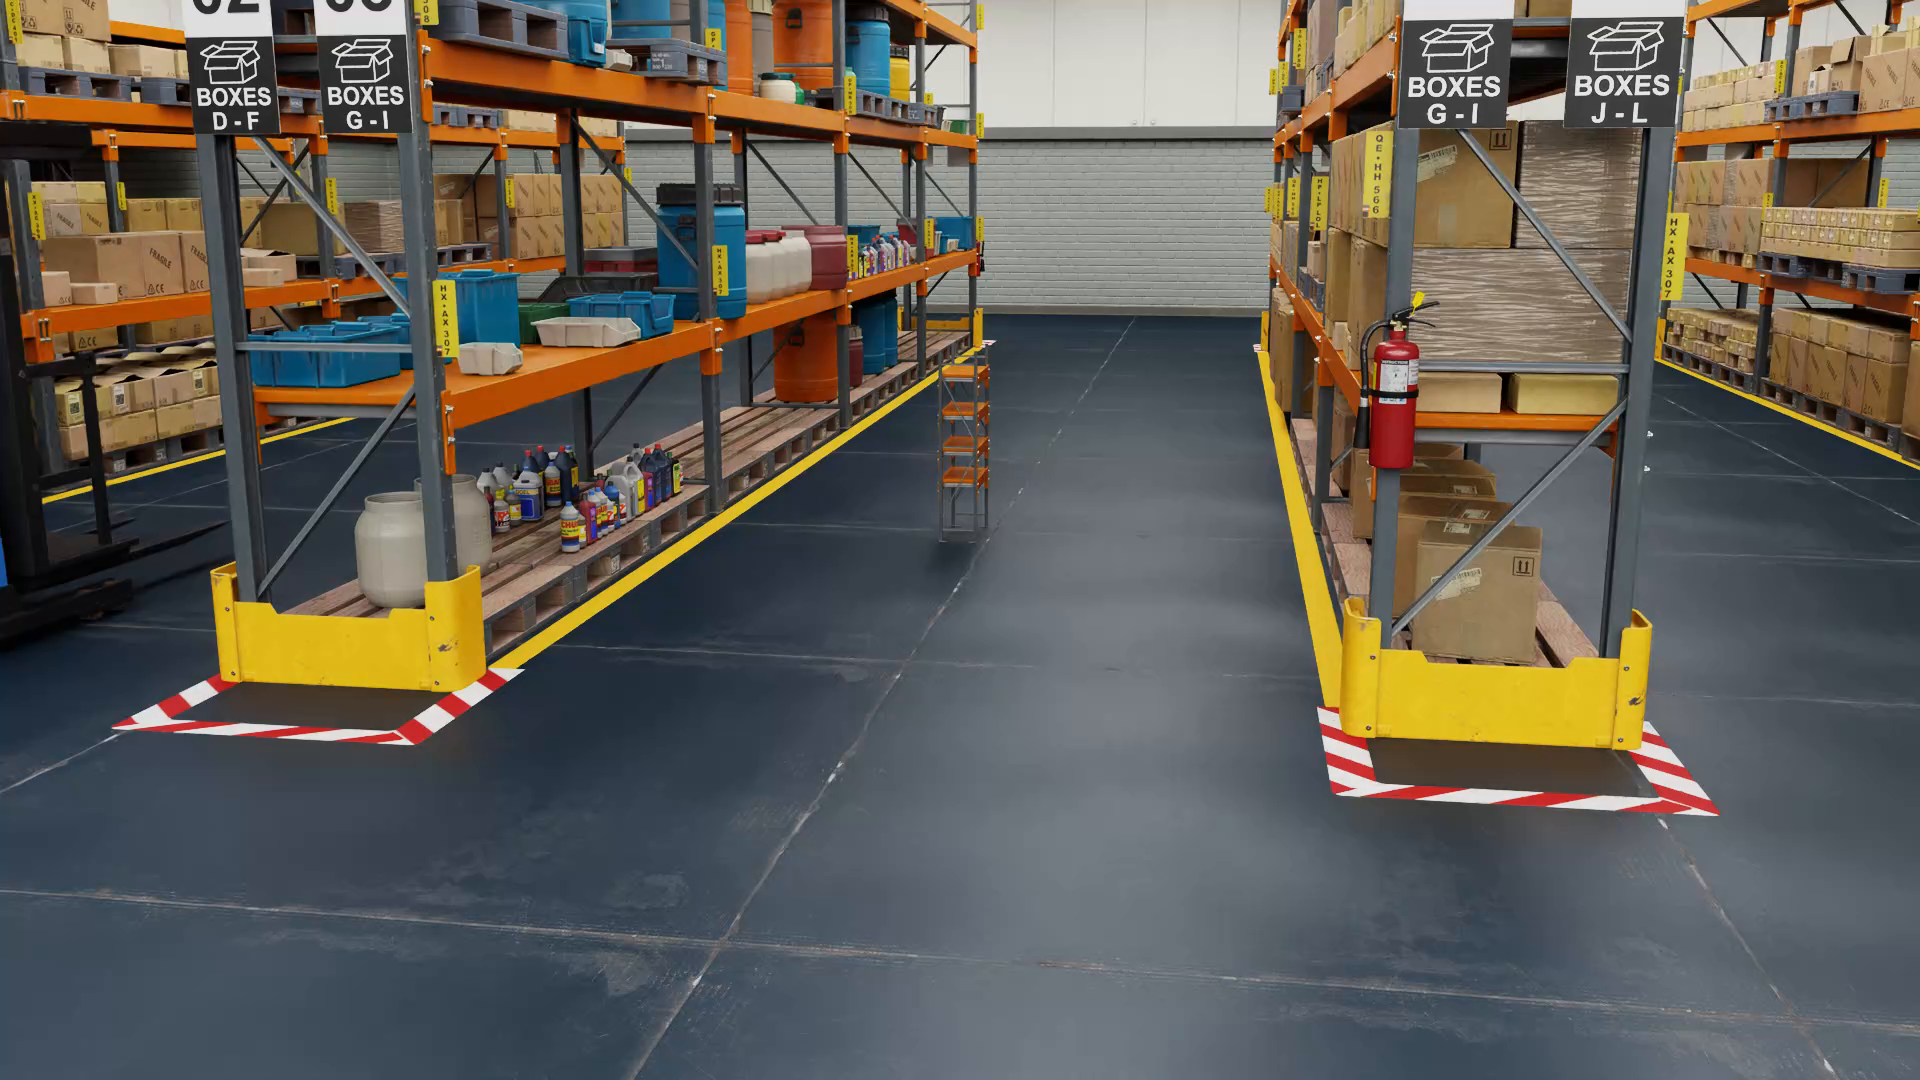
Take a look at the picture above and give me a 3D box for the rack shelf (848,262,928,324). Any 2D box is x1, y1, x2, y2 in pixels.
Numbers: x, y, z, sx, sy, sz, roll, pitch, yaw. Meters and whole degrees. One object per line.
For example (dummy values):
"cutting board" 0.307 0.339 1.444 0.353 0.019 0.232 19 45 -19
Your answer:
"rack shelf" -1.199 -2.558 16.949 1.077 0.370 4.000 2 12 9

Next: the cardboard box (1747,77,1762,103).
"cardboard box" 8.800 -4.833 17.849 0.500 0.250 0.500 1 12 6

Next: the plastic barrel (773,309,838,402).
"plastic barrel" -1.448 -1.740 15.601 0.600 0.830 0.708 2 12 9

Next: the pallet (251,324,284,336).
"pallet" -10.111 -2.947 23.668 1.003 0.211 1.213 2 12 9

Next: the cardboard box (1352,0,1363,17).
"cardboard box" 2.259 -2.812 8.709 0.380 0.149 0.250 2 12 8

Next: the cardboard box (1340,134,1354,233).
"cardboard box" 2.299 -1.889 8.823 0.500 0.500 0.500 2 12 9

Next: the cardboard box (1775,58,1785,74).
"cardboard box" 8.666 -4.890 17.166 0.380 0.149 0.250 1 12 6

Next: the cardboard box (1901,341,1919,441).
"cardboard box" 8.091 -1.132 12.972 1.050 0.750 0.750 2 12 8

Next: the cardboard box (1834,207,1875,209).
"cardboard box" 9.019 -3.267 16.720 0.380 0.149 0.250 2 12 11

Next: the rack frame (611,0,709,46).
"rack frame" -2.122 -4.593 10.446 1.000 3.000 0.127 2 12 9

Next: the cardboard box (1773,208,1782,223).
"cardboard box" 8.336 -3.231 16.555 0.380 0.149 0.250 2 12 10

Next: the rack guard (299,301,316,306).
"rack guard" -10.061 -3.262 24.445 1.175 0.500 0.348 2 12 9

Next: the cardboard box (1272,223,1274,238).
"cardboard box" 4.204 -3.870 20.982 0.500 0.250 0.500 2 12 8

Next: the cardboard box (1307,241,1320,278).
"cardboard box" 2.903 -2.123 12.584 0.500 0.250 0.500 2 12 7

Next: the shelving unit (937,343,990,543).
"shelving unit" 0.025 -0.621 10.527 0.258 1.200 0.503 2 12 9

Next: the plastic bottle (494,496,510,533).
"plastic bottle" -2.674 -0.152 9.675 0.097 0.201 0.097 0 12 0

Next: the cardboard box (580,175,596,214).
"cardboard box" -5.119 -4.542 21.840 0.500 0.500 0.500 2 12 10

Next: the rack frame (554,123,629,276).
"rack frame" -5.170 -4.320 23.417 1.000 3.000 0.127 2 12 9

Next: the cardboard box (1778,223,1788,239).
"cardboard box" 8.296 -3.037 16.357 0.380 0.149 0.250 2 12 10

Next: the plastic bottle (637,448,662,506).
"plastic bottle" -1.965 -0.397 10.460 0.144 0.351 0.185 1 12 6

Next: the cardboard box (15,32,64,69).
"cardboard box" -6.911 -3.548 12.075 0.500 0.250 0.500 3 13 15

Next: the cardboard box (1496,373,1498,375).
"cardboard box" 2.565 -0.752 7.458 0.380 0.149 0.250 2 12 9

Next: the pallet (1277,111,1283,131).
"pallet" 4.514 -5.266 20.899 1.003 0.211 1.213 2 12 9

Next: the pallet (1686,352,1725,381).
"pallet" 9.142 -2.016 19.347 1.003 0.211 1.213 2 12 9

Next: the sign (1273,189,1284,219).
"sign" 3.454 -3.645 18.043 0.100 0.325 0.005 2 12 9

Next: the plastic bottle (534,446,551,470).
"plastic bottle" -2.656 -0.426 10.593 0.144 0.351 0.185 2 12 10

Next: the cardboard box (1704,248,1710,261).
"cardboard box" 9.001 -3.363 19.576 0.380 0.149 0.250 2 12 8

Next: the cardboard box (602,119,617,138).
"cardboard box" -4.988 -5.597 22.581 0.500 0.250 0.500 2 12 9

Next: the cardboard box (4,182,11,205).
"cardboard box" -10.744 -3.793 18.205 0.500 0.250 0.500 2 12 7

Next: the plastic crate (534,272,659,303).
"plastic crate" -2.328 -1.525 10.598 0.767 0.338 0.504 2 12 9

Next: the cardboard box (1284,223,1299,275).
"cardboard box" 3.531 -2.918 16.674 0.500 0.500 0.500 2 12 7

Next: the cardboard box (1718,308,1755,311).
"cardboard box" 9.672 -2.800 20.725 0.380 0.149 0.250 2 12 9

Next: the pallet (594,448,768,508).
"pallet" -2.039 -0.462 12.136 1.003 0.211 1.213 2 12 9

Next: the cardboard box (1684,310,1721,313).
"cardboard box" 9.164 -2.759 20.535 0.380 0.149 0.250 2 12 10

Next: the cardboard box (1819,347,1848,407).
"cardboard box" 8.265 -1.498 15.262 0.500 0.500 0.500 1 12 6

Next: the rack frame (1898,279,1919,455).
"rack frame" 8.273 -2.151 13.353 1.000 3.000 0.127 2 12 9

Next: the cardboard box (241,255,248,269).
"cardboard box" -6.729 -2.431 14.864 0.500 0.311 0.500 2 12 8

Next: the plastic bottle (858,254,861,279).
"plastic bottle" -0.984 -2.638 15.893 0.061 0.283 0.133 2 12 9

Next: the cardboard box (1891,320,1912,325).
"cardboard box" 8.785 -1.845 15.089 0.500 0.250 0.500 2 12 9

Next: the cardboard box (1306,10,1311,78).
"cardboard box" 3.061 -4.003 13.402 0.500 0.500 0.500 2 12 9

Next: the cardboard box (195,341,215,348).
"cardboard box" -6.771 -1.690 15.414 0.500 0.311 0.500 2 12 11

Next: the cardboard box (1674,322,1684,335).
"cardboard box" 9.071 -2.617 20.582 0.380 0.149 0.250 2 12 8

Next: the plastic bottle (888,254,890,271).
"plastic bottle" -0.778 -2.902 17.311 0.097 0.201 0.097 0 12 0

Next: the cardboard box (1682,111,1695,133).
"cardboard box" 9.182 -5.124 20.385 0.500 0.250 0.500 2 12 11

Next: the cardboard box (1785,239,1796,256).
"cardboard box" 8.254 -2.837 16.136 0.380 0.149 0.250 2 12 9

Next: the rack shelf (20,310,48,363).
"rack shelf" -7.323 -1.054 9.970 1.077 0.370 4.000 2 12 9

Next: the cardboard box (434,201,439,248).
"cardboard box" -5.996 -3.371 17.783 0.700 0.500 0.500 -1 12 -6

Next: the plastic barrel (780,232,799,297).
"plastic barrel" -1.518 -2.239 13.497 0.421 0.512 0.421 0 12 0

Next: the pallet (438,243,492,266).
"pallet" -6.016 -3.230 18.818 1.003 0.211 1.213 2 12 9

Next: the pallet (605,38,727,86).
"pallet" -2.136 -2.881 10.070 1.213 0.211 1.003 2 12 9

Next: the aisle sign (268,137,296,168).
"aisle sign" -9.758 -5.755 23.909 0.394 0.787 0.004 2 12 9

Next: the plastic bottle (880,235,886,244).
"plastic bottle" -0.852 -3.104 17.895 0.144 0.351 0.185 2 12 9

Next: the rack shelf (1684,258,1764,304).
"rack shelf" 9.196 -3.048 19.225 1.077 0.370 4.000 2 12 9

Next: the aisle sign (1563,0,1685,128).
"aisle sign" 2.444 -1.915 6.090 0.394 0.787 0.004 2 12 9

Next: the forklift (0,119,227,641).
"forklift" -5.000 -1.026 8.295 1.130 2.935 3.031 2 12 11

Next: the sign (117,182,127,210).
"sign" -10.143 -4.158 20.109 0.100 0.325 0.005 2 12 9

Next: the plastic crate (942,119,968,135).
"plastic crate" -0.146 -5.307 21.379 0.450 0.188 0.336 2 12 9

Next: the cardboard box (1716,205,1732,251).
"cardboard box" 8.842 -3.499 18.667 0.500 0.500 0.500 2 12 8
